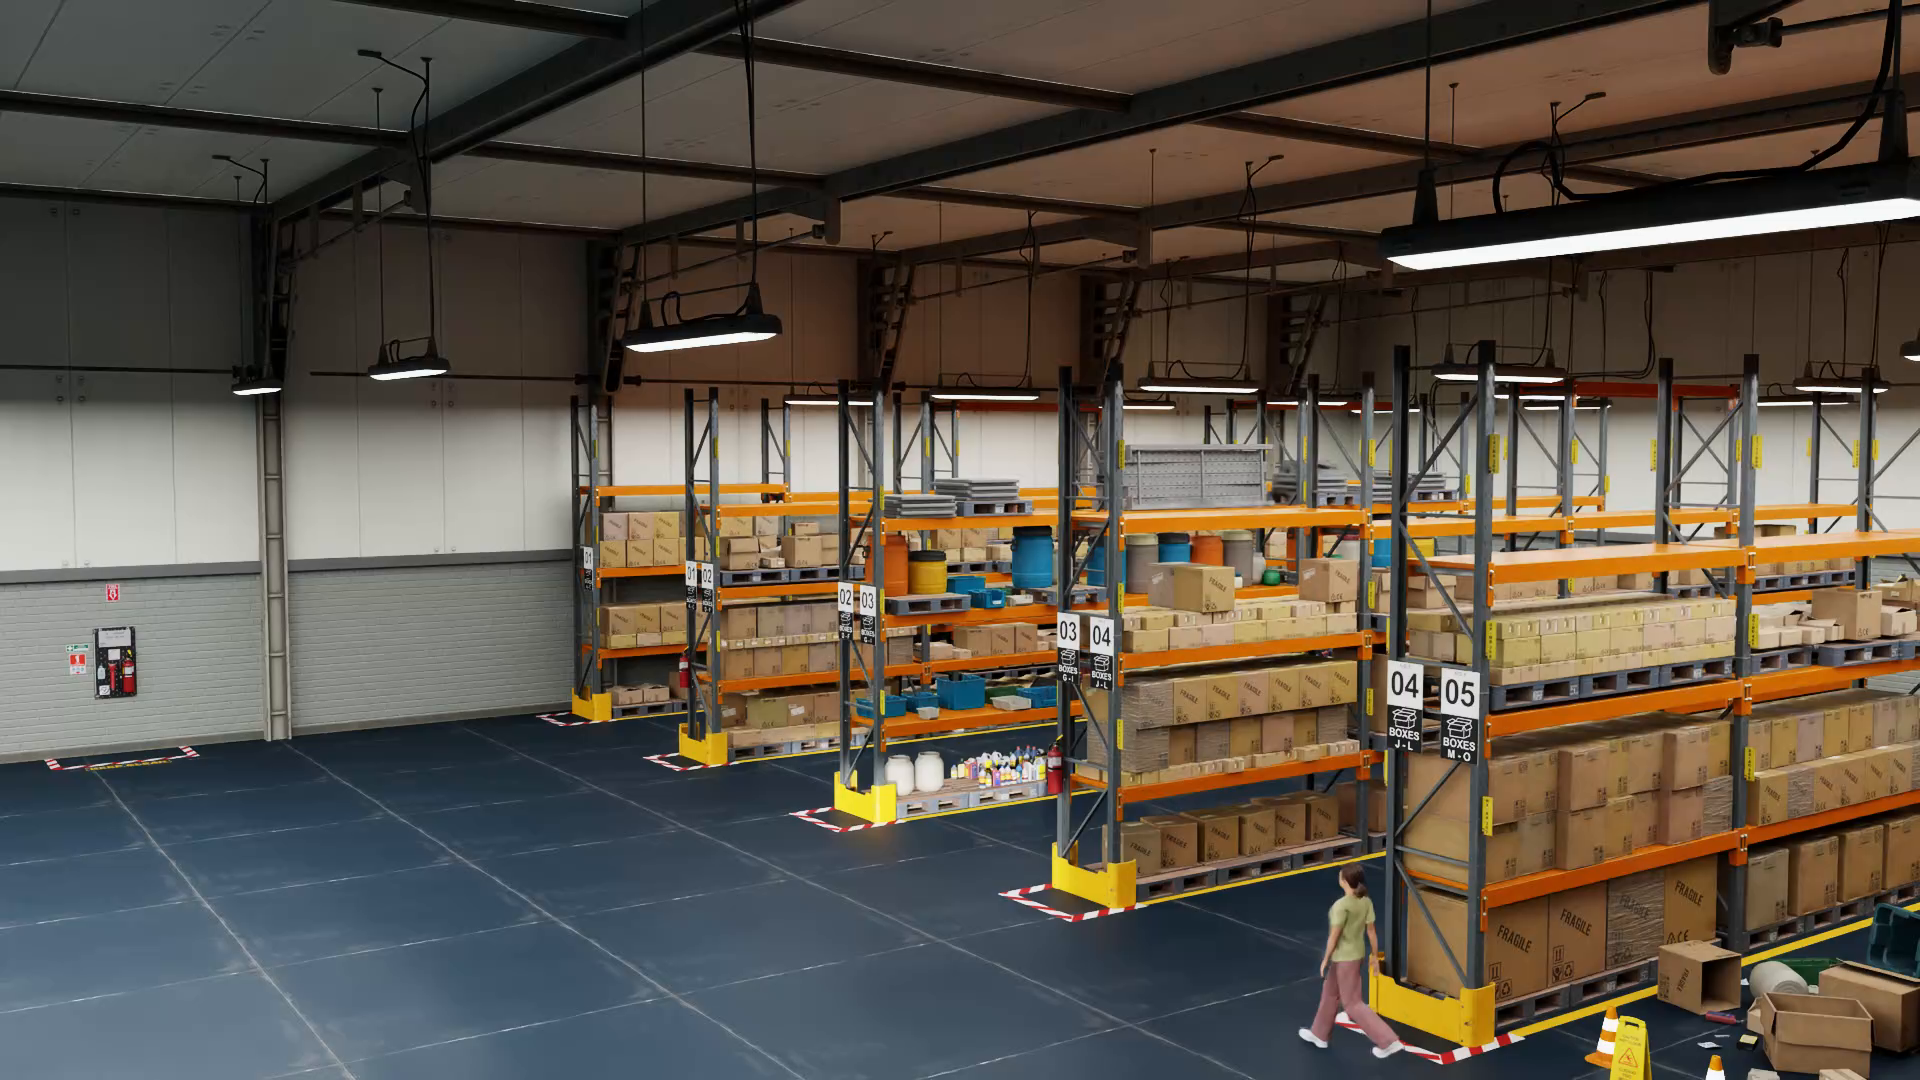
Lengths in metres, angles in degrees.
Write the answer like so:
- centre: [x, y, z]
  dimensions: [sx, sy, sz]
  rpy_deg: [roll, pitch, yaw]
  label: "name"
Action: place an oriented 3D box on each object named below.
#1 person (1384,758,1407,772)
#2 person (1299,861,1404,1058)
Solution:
- centre: [6.420, 2.858, 24.654]
  dimensions: [0.530, 1.729, 0.680]
  rpy_deg: [1, 4, 14]
  label: "person"
- centre: [3.255, 3.508, 13.896]
  dimensions: [0.984, 1.637, 0.433]
  rpy_deg: [2, 4, 32]
  label: "person"
